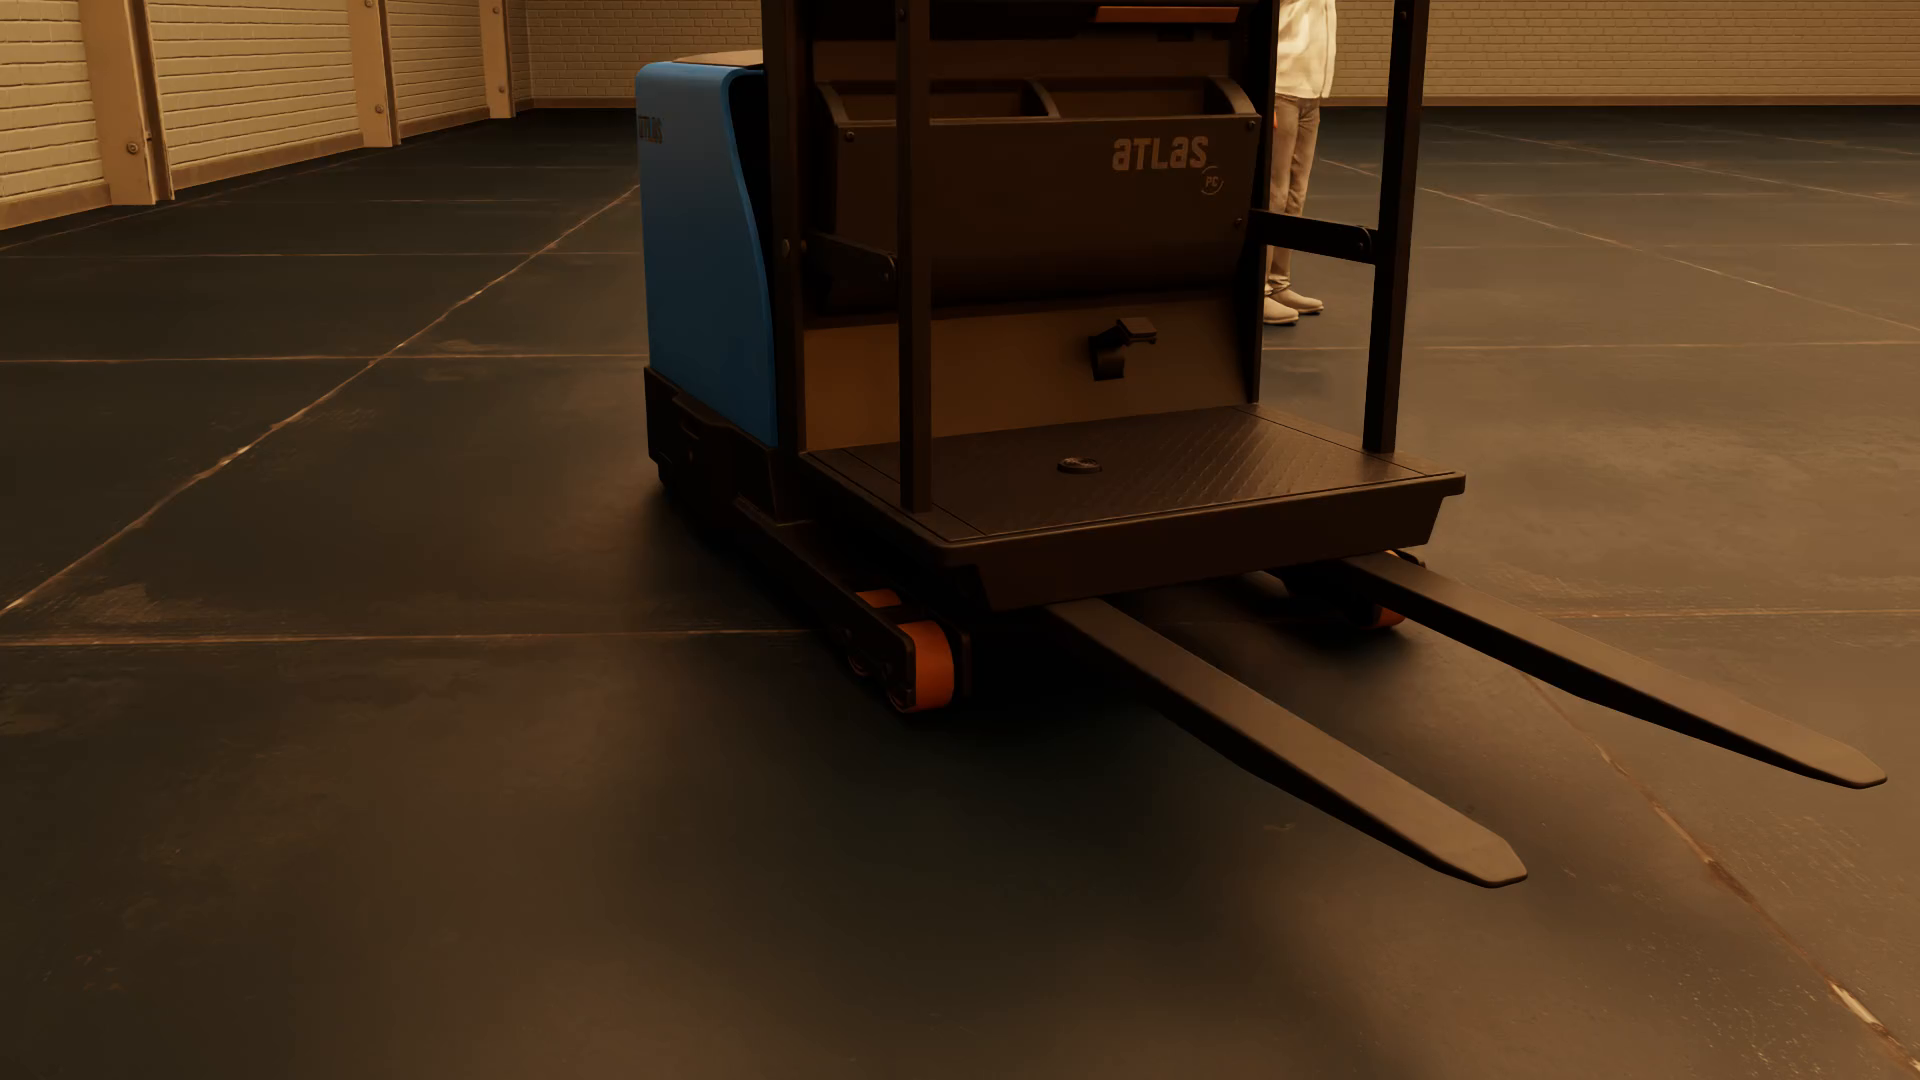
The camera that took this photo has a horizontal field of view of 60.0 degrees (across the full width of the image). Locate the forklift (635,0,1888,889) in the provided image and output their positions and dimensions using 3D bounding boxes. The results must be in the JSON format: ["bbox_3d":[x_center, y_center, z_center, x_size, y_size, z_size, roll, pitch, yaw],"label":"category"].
[{"bbox_3d":[0.258,-1.240,2.962,1.130,2.935,3.031,-8,19,-24],"label":"forklift"}]

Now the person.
[{"bbox_3d":[1.324,-1.799,6.771,0.369,1.777,0.526,10,20,30],"label":"person"}]
